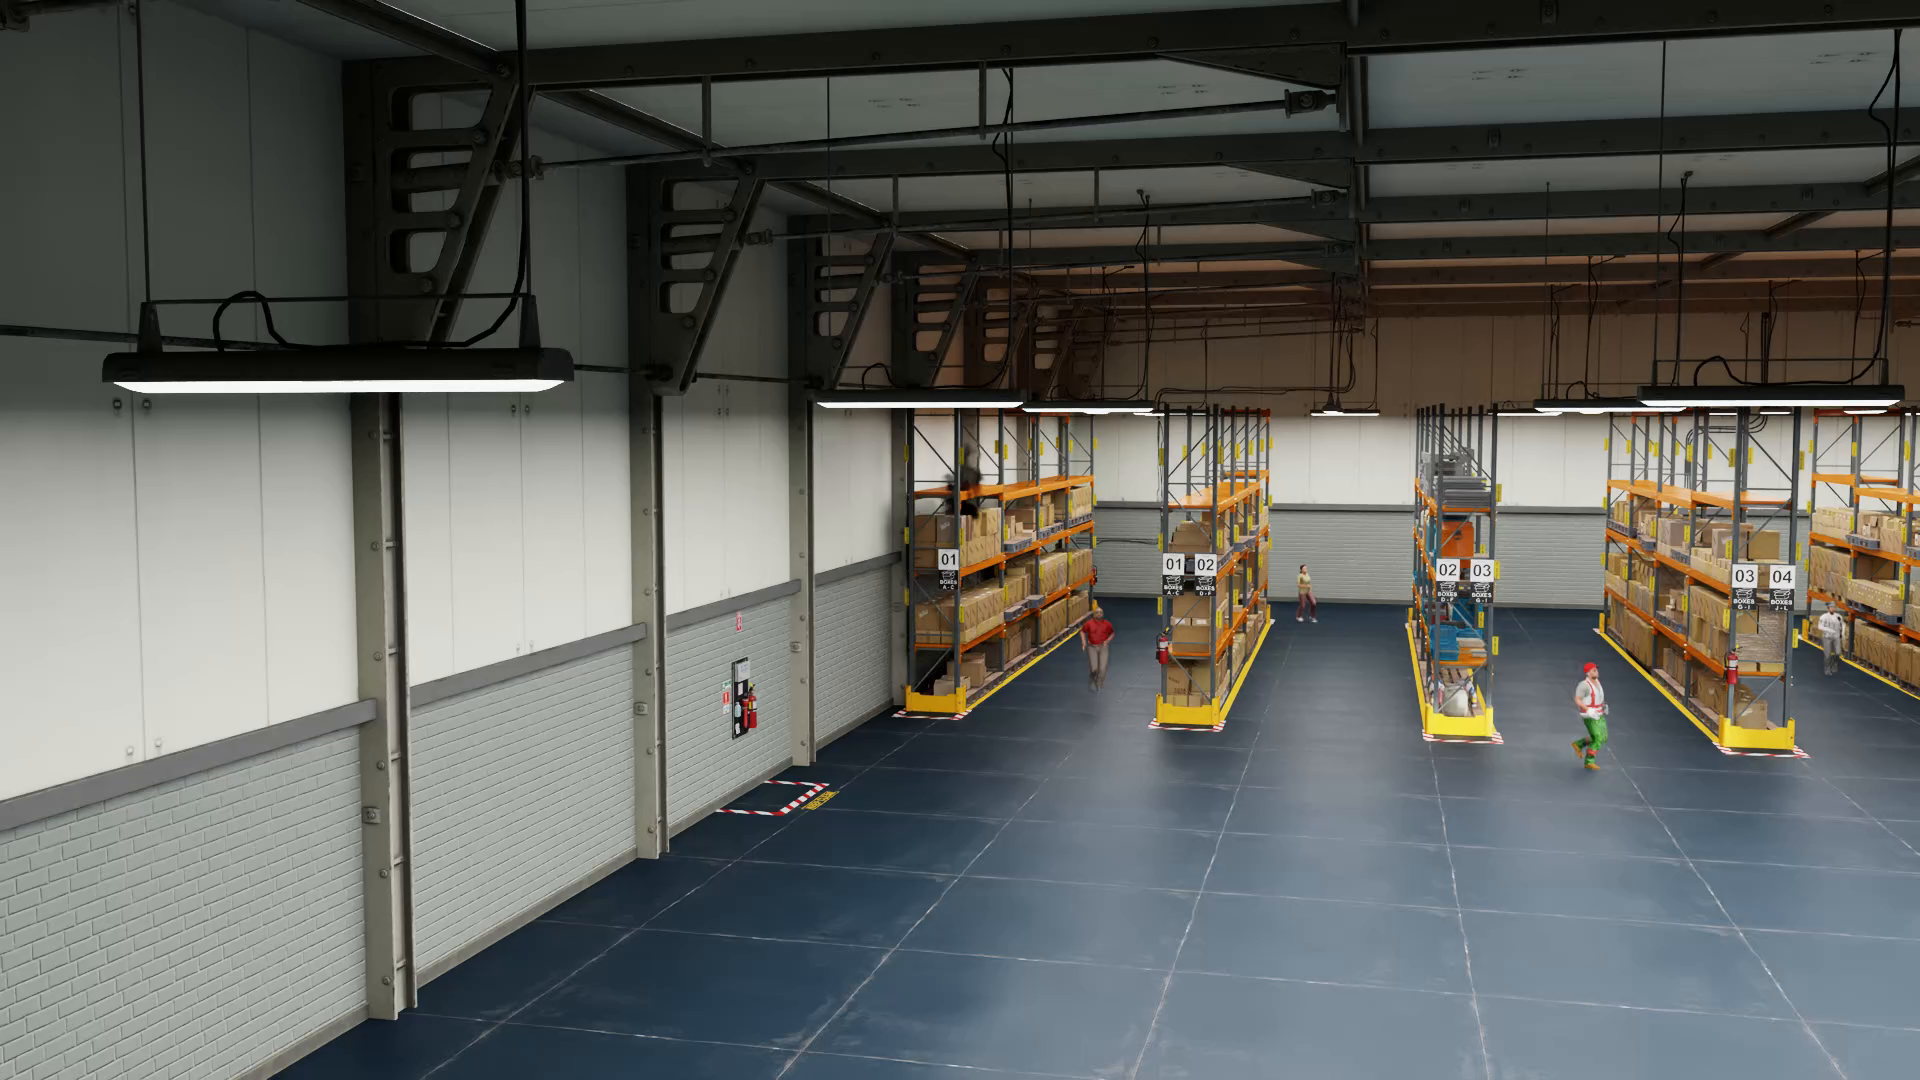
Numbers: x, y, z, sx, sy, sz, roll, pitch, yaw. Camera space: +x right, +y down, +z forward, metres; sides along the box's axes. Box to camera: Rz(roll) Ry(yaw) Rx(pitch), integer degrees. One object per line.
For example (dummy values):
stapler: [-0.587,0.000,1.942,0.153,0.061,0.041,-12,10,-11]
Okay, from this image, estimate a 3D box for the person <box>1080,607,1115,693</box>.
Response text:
person: [2.737,2.191,32.950,0.665,1.700,0.561,0,4,-1]

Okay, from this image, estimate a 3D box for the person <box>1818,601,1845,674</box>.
person: [19.434,2.185,37.033,0.591,1.660,0.606,1,4,15]

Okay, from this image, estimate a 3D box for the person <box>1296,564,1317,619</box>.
person: [9.651,1.442,46.658,0.587,1.550,0.728,-2,5,-28]

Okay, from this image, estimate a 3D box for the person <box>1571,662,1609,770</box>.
person: [10.310,2.872,27.279,0.659,1.748,0.584,-4,5,-41]
